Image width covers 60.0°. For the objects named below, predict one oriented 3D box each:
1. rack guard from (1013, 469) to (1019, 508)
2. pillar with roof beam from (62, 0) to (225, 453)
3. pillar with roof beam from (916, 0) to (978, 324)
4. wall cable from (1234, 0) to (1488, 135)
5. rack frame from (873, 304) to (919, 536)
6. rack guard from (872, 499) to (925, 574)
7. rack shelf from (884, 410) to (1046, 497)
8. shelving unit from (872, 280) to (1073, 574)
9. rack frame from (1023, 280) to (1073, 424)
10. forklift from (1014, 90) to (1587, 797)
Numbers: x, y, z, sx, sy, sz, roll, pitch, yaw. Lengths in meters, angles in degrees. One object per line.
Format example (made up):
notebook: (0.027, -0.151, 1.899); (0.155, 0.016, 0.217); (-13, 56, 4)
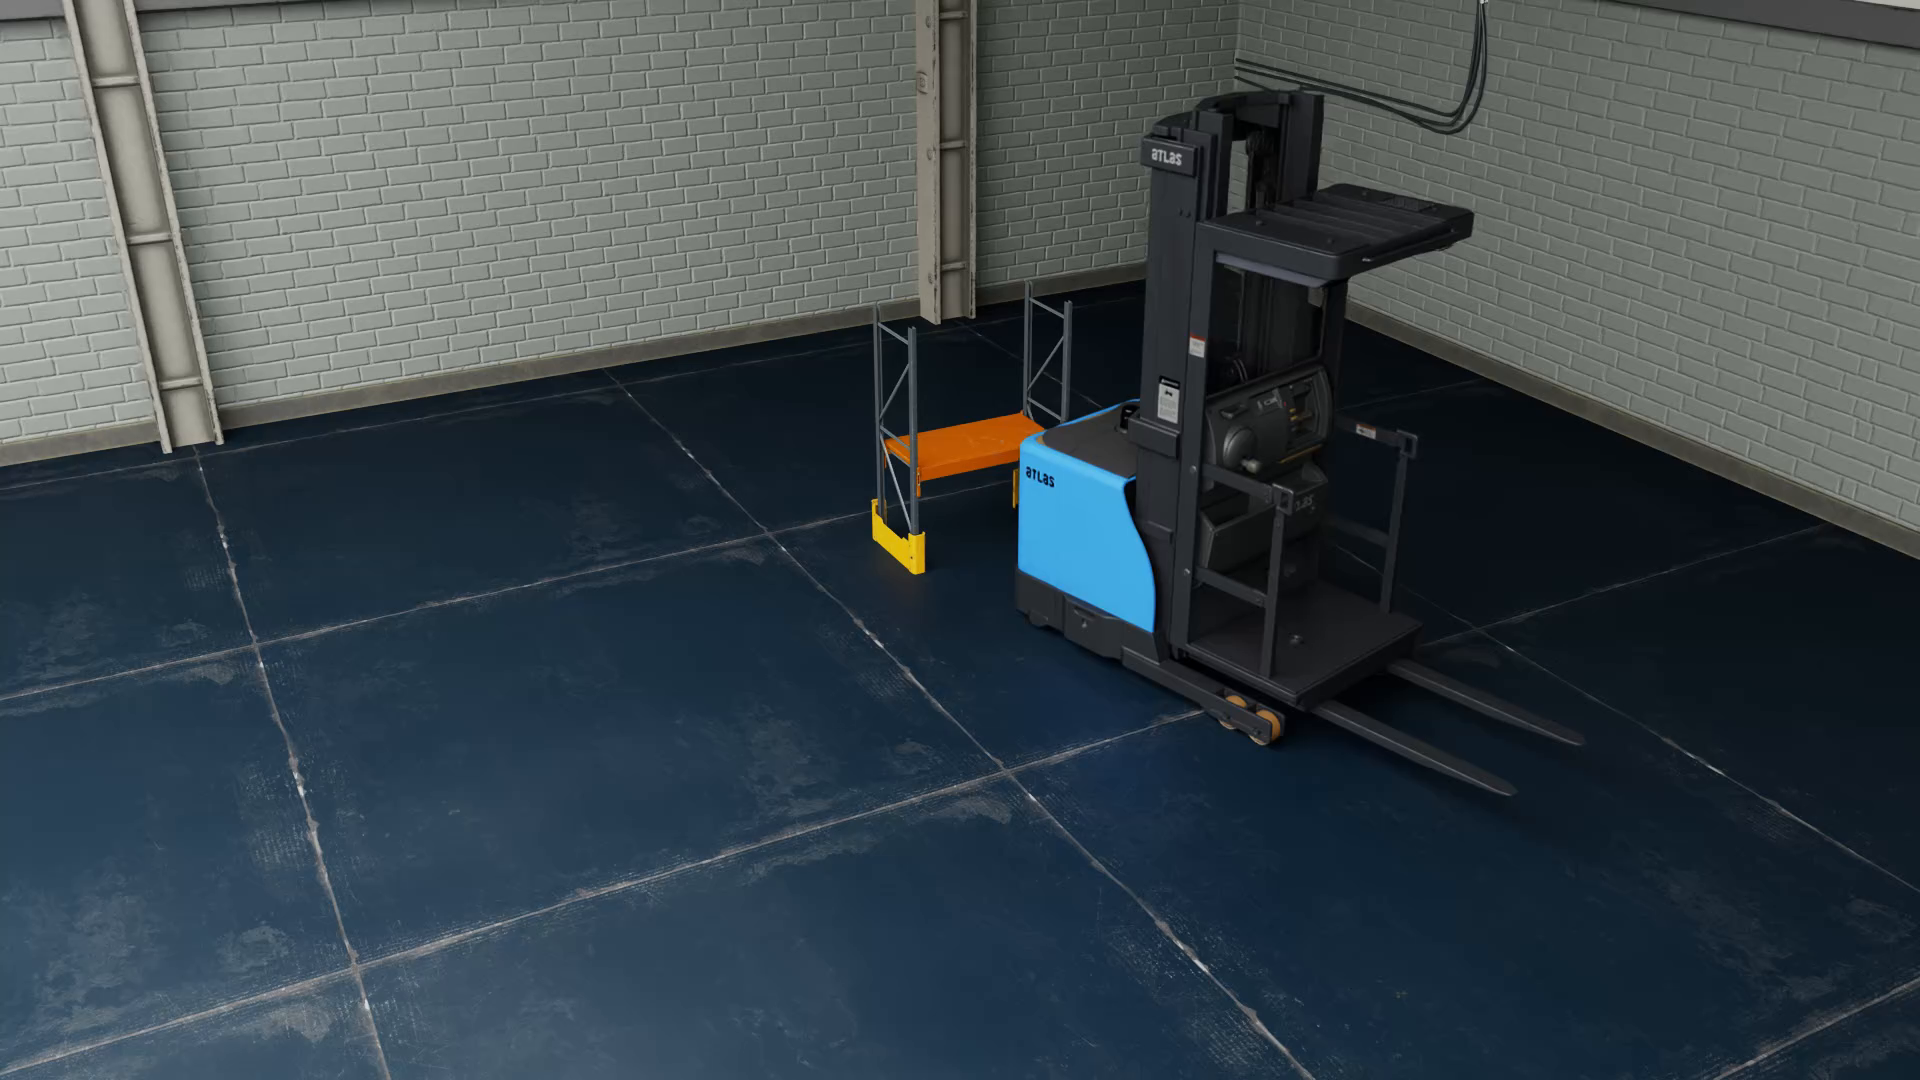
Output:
rack guard: (0.507, -0.230, 10.439); (0.087, 0.250, 0.587); (-13, 29, -25)
pillar with roof beam: (-3.375, -3.108, 6.327); (0.400, 9.000, 9.100); (-13, 29, -25)
pillar with roof beam: (1.919, -4.330, 8.872); (0.400, 9.000, 9.100); (-13, 29, -25)
wall cable: (3.115, -4.670, 13.167); (0.112, 2.526, 3.097); (-13, 29, -25)
rack frame: (-0.373, -0.590, 9.746); (0.032, 1.500, 0.500); (-13, 29, -25)
rack guard: (-0.372, -0.027, 10.017); (0.087, 0.250, 0.587); (-13, 29, -25)
rack shelf: (0.075, -0.531, 10.039); (1.000, 0.185, 0.538); (-13, 29, -25)
shelving unit: (0.067, -0.692, 9.958); (1.083, 1.500, 0.587); (-13, 29, -25)
rack frame: (0.524, -0.797, 10.177); (0.032, 1.500, 0.500); (-13, 29, -25)
forklift: (1.669, -0.566, 8.043); (1.130, 2.935, 3.031); (-22, 33, -37)
